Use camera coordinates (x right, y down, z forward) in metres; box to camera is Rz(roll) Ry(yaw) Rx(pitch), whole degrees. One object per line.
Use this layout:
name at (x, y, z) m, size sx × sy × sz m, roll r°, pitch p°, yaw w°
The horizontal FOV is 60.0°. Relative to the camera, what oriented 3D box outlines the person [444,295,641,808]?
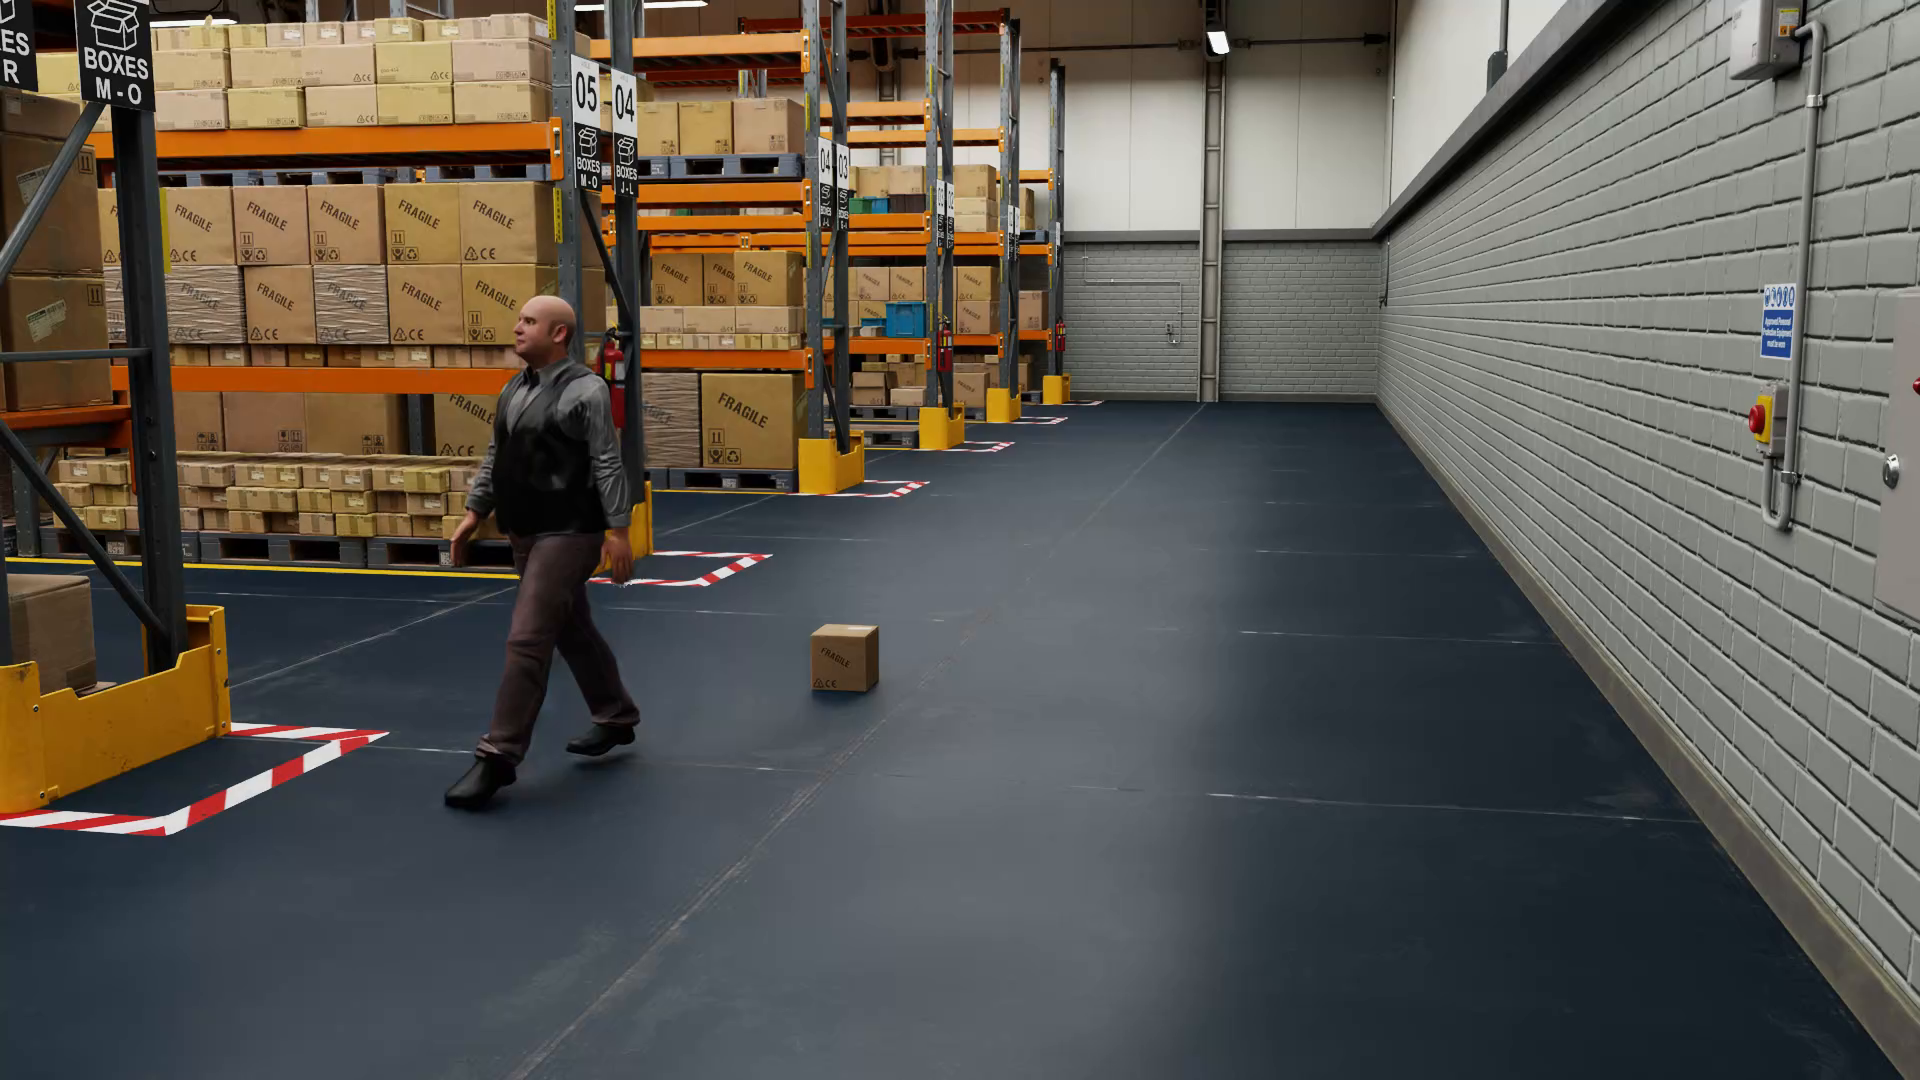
person at (-1.522, -0.009, 5.877) m, size 0.583 × 1.696 × 0.911 m, roll 7°, pitch 11°, yaw 43°
